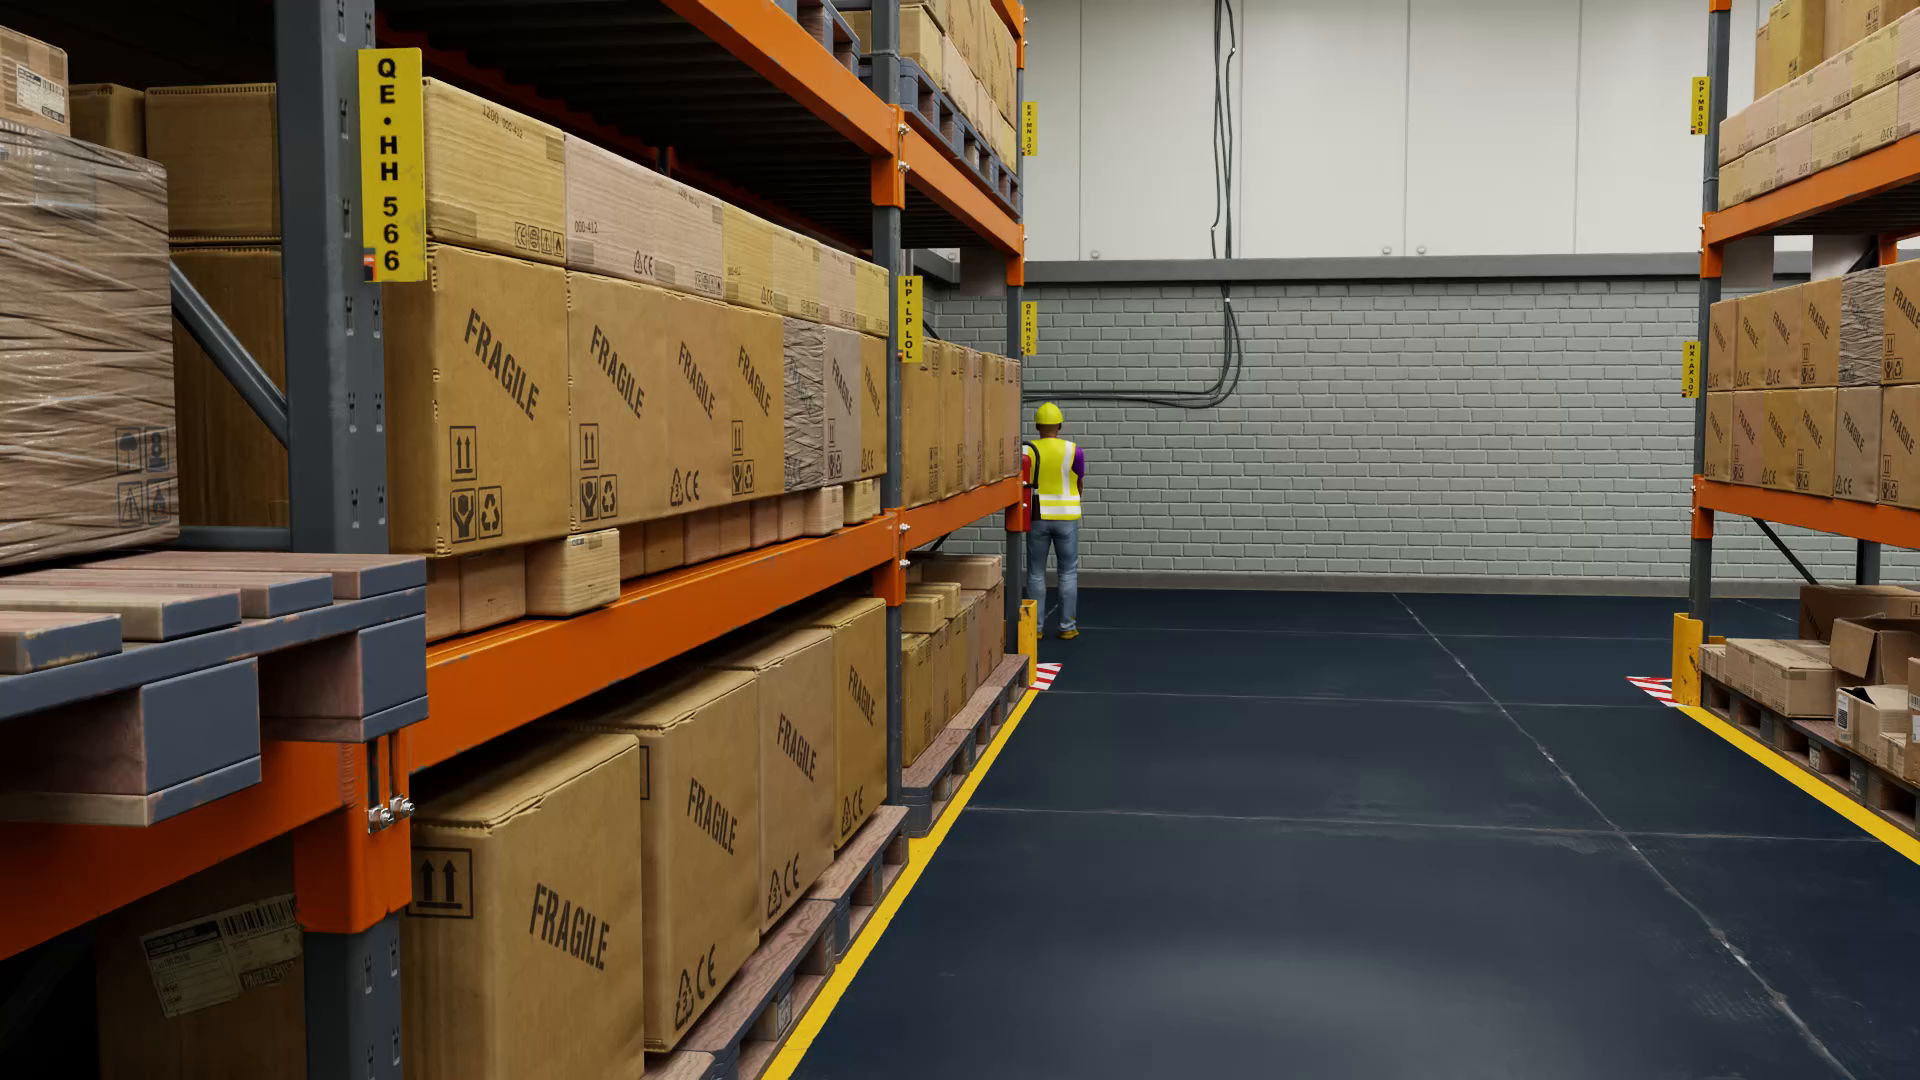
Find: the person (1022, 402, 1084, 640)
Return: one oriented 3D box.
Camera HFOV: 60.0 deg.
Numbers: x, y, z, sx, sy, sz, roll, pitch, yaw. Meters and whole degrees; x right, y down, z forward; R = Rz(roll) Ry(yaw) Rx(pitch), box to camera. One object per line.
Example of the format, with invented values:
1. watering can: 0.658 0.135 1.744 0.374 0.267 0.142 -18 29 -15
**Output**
1. person: 0.685 -0.148 12.439 0.502 1.761 0.577 1 4 9
